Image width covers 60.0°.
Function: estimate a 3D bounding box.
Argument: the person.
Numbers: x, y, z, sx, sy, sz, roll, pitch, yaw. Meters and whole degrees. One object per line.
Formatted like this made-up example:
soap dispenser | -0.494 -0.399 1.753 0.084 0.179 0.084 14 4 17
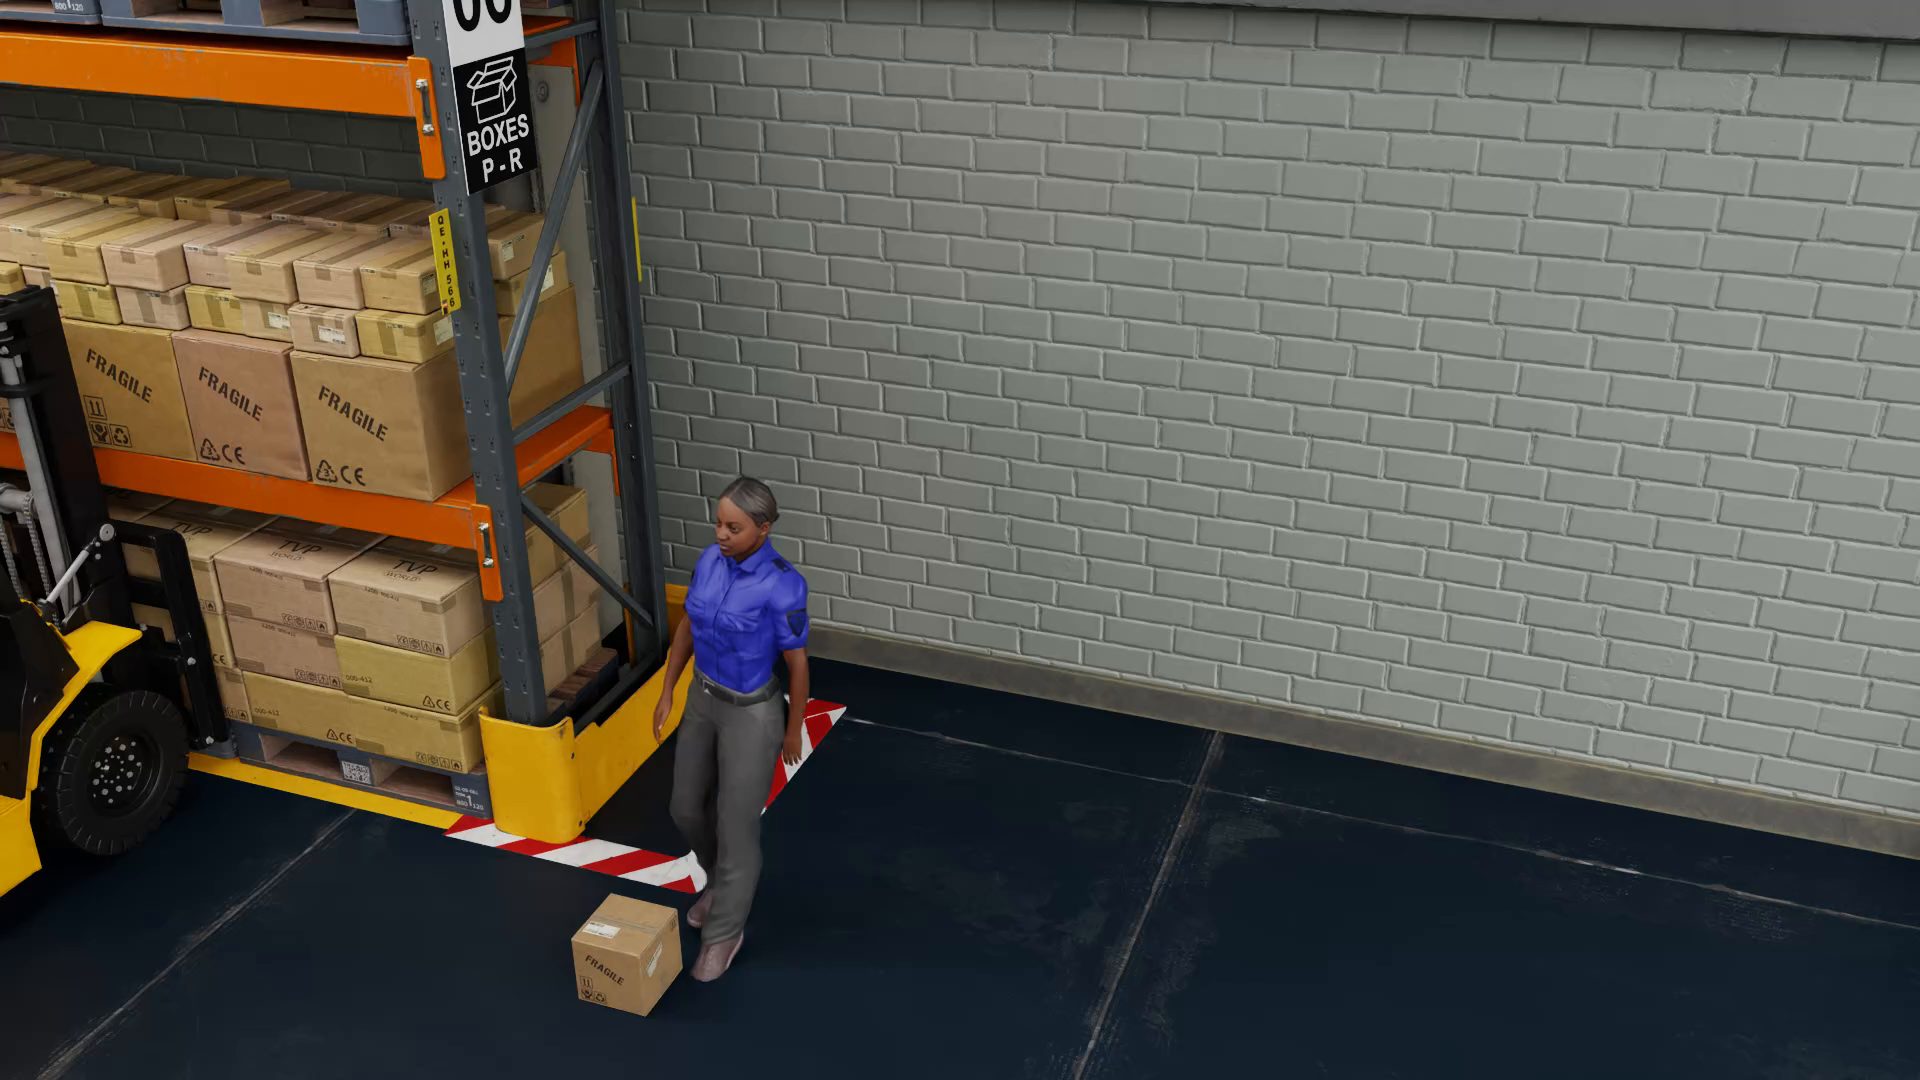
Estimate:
person | -0.788 0.634 5.385 0.489 1.731 0.581 21 33 36
